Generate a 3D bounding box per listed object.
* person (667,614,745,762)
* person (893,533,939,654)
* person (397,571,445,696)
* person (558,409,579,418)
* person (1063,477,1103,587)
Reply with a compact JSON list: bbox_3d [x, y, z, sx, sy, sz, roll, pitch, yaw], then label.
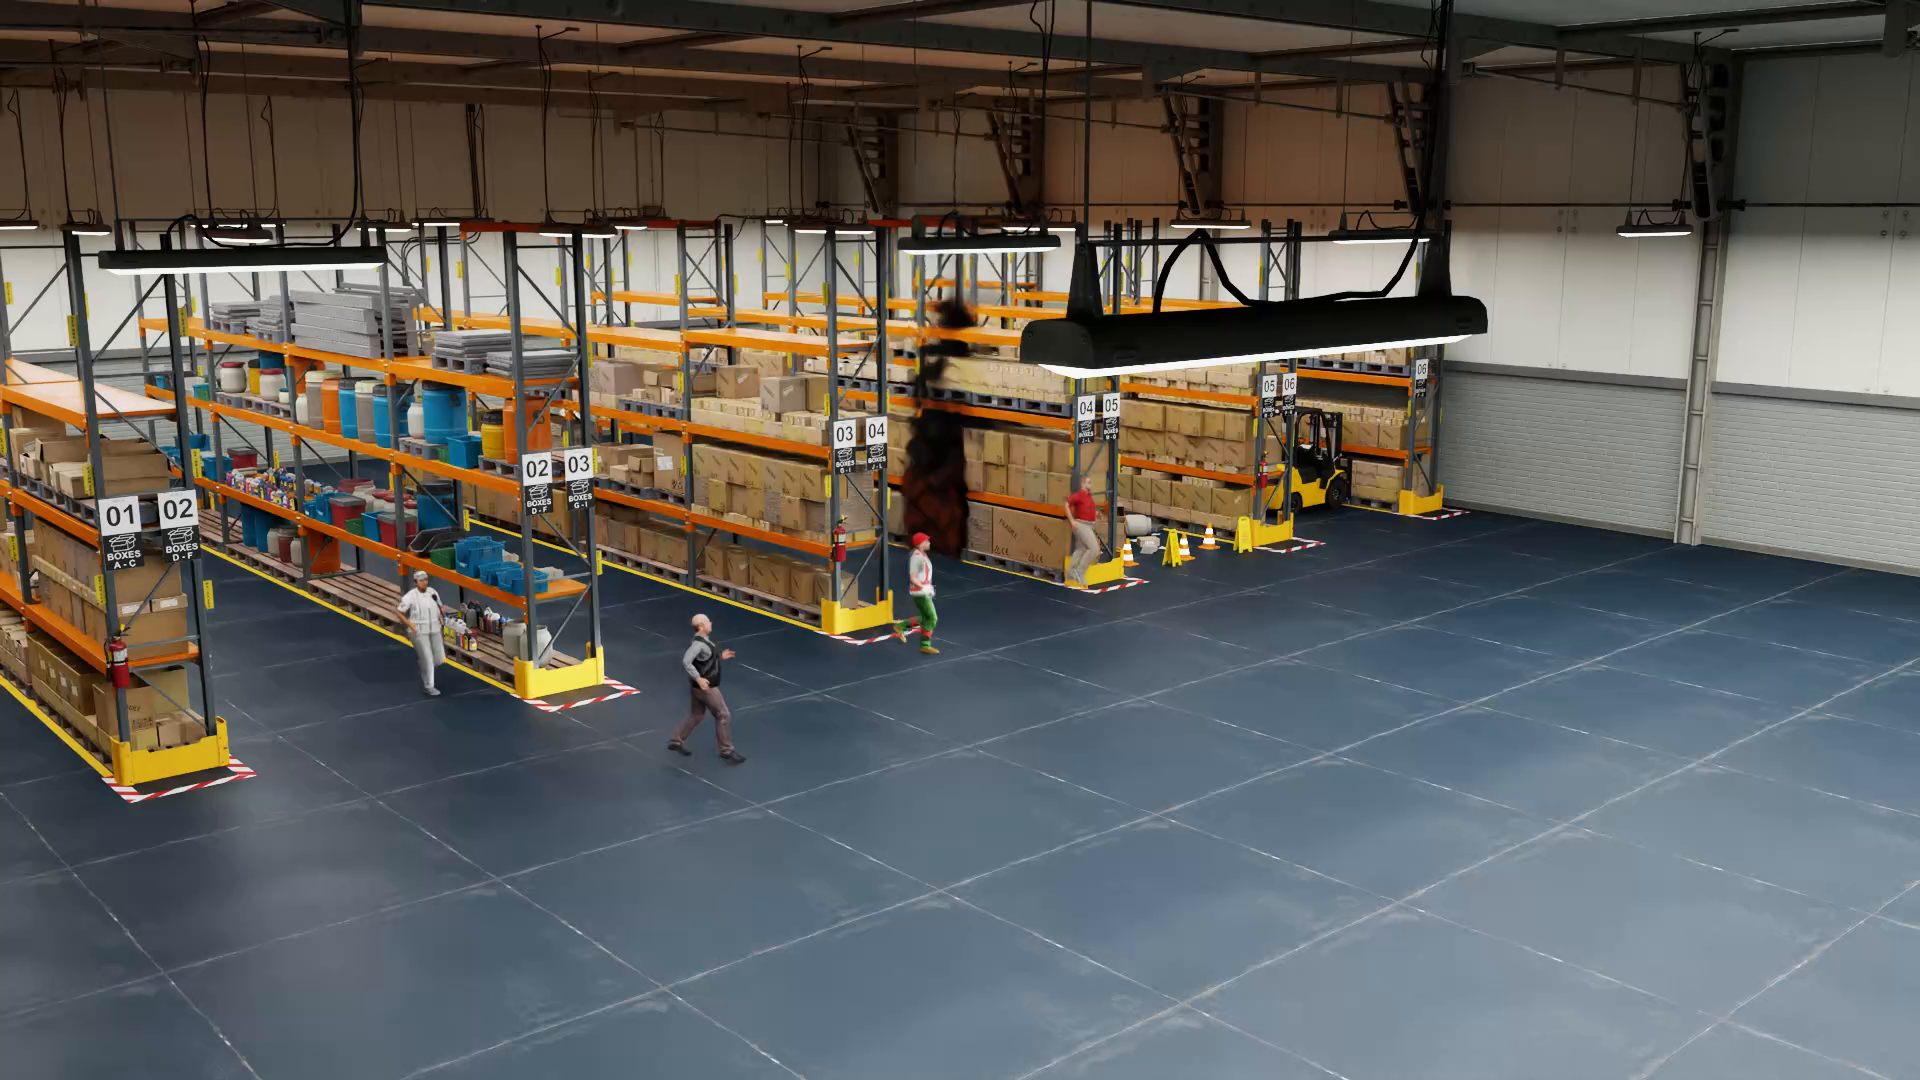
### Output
[{"bbox_3d":[-2.924,1.701,19.017,0.875,1.753,0.641,-3,12,-15],"label":"person"},{"bbox_3d":[-0.635,0.754,23.773,0.676,1.747,0.692,1,11,3],"label":"person"},{"bbox_3d":[-7.052,1.197,21.841,0.613,1.620,0.688,-11,16,-43],"label":"person"},{"bbox_3d":[-9.450,-2.510,40.028,0.720,1.824,0.767,3,12,15],"label":"person"},{"bbox_3d":[2.030,-0.144,27.011,0.605,1.762,0.674,3,12,16],"label":"person"}]
